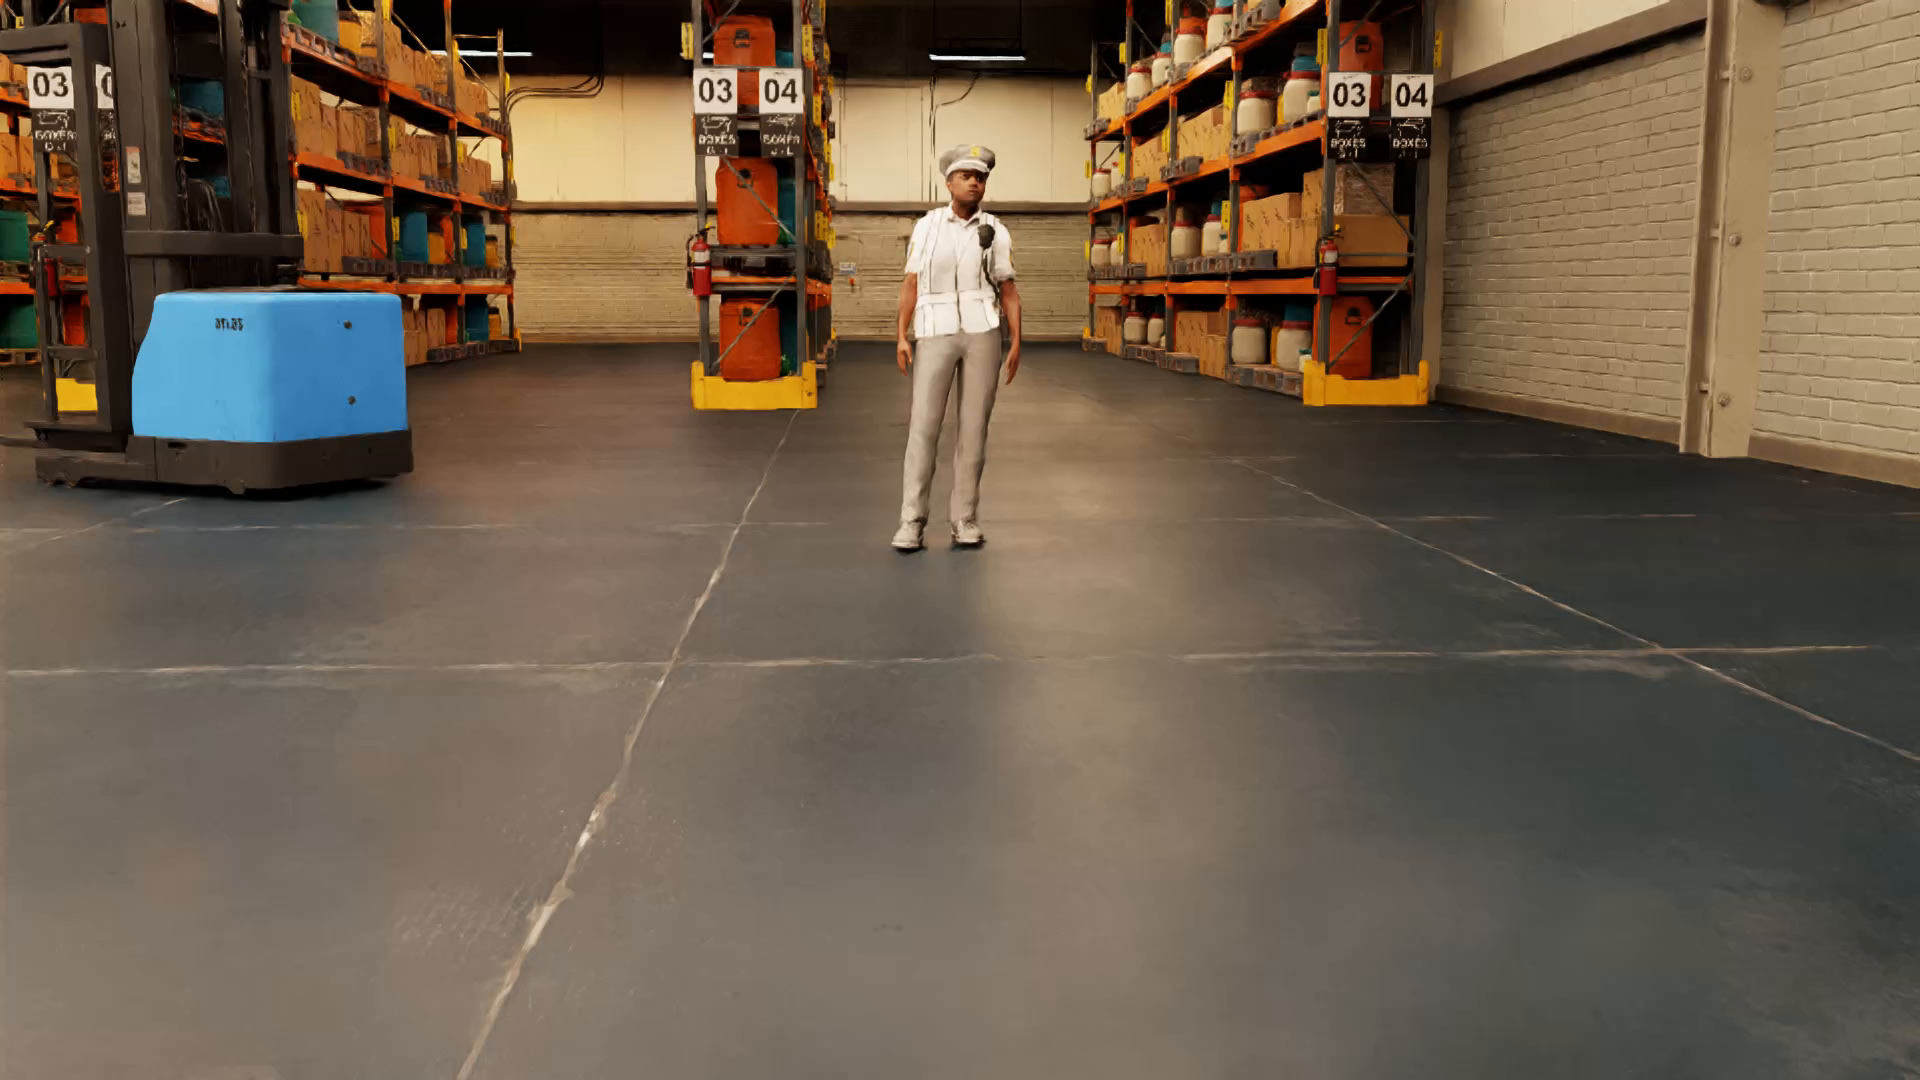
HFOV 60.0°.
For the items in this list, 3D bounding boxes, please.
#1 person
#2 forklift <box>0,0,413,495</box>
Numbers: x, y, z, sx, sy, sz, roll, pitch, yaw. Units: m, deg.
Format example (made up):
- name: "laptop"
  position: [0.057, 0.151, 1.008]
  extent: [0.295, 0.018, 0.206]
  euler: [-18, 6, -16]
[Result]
- name: "person"
  position: [-0.015, -0.835, 7.109]
  extent: [0.570, 1.695, 0.529]
  euler: [-1, 8, -4]
- name: "forklift"
  position: [-4.657, -1.813, 9.538]
  extent: [3.031, 2.935, 1.130]
  euler: [4, 10, 28]
